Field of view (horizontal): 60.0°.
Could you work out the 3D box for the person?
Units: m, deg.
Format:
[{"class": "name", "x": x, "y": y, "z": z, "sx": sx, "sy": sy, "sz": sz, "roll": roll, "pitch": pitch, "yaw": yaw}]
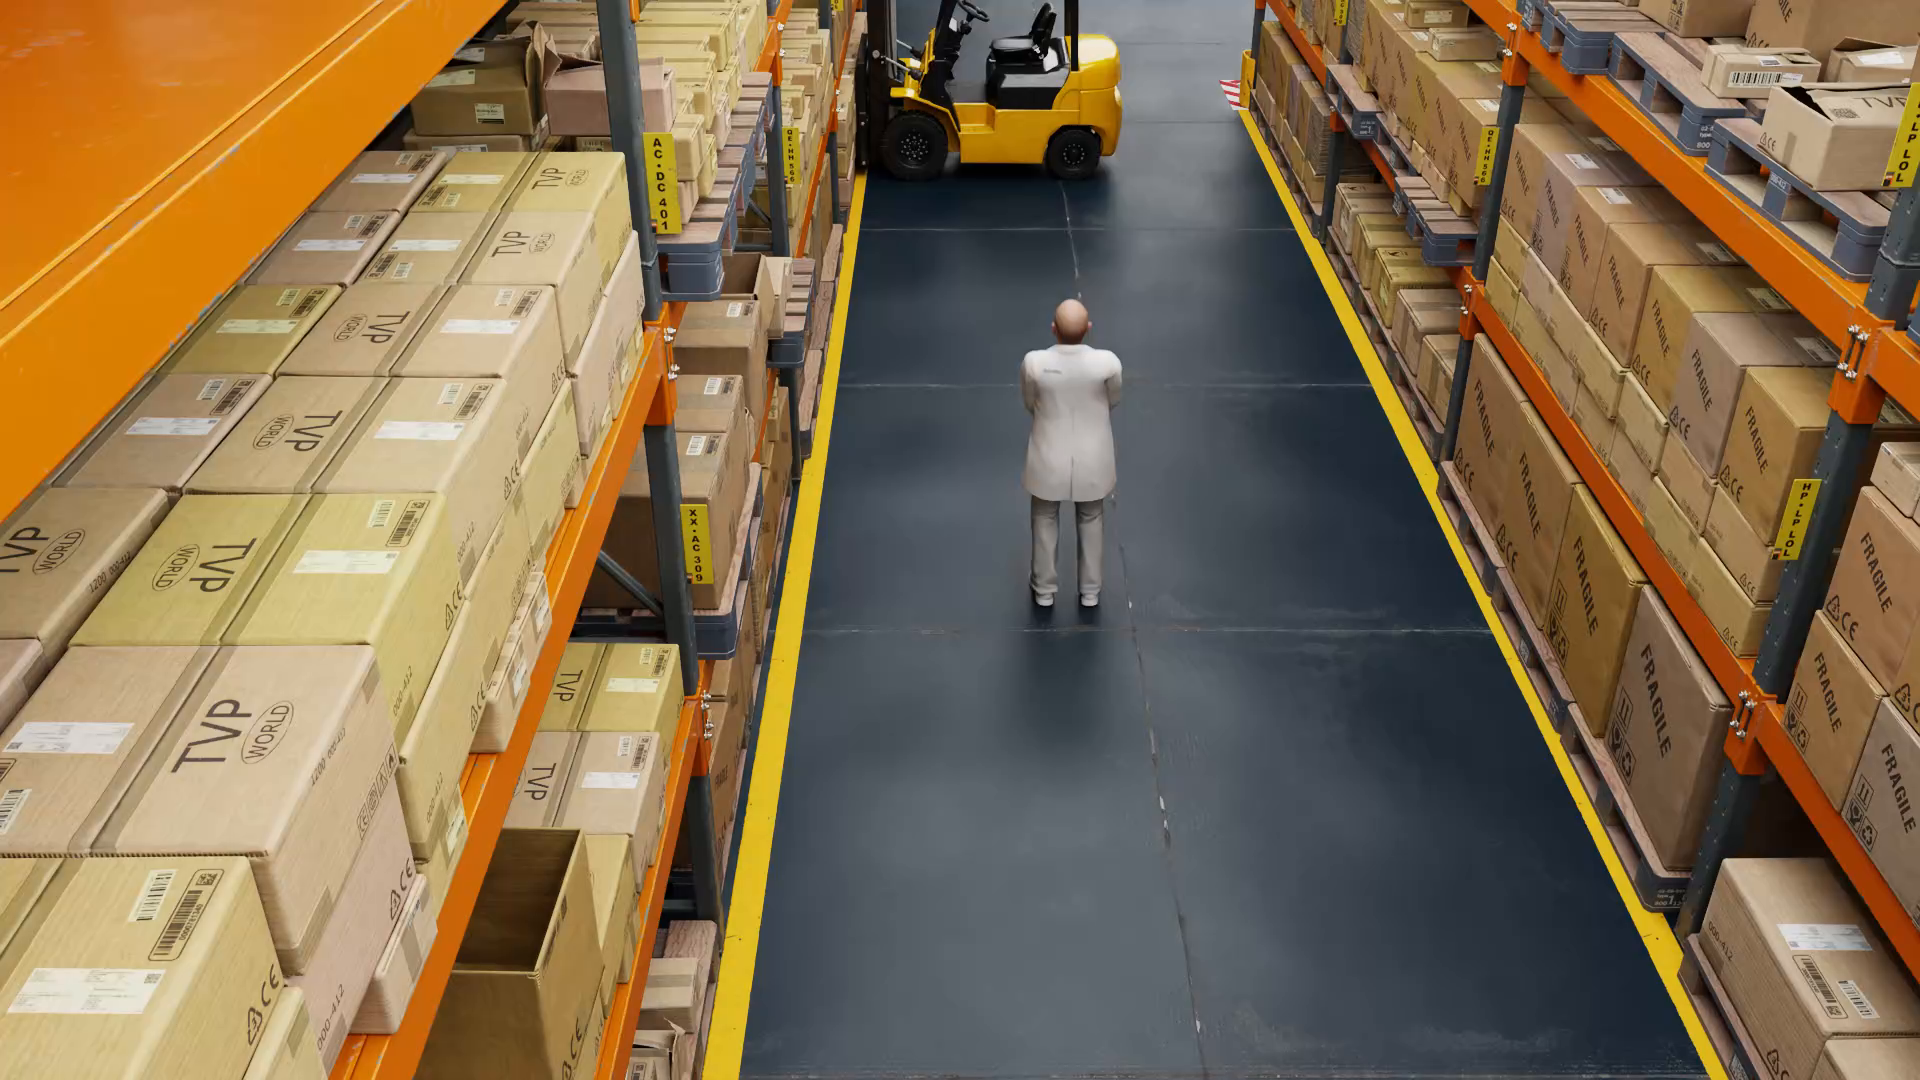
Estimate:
[{"class": "person", "x": 0.570, "y": -0.509, "z": 8.806, "sx": 0.531, "sy": 1.769, "sz": 0.555, "roll": 0, "pitch": 31, "yaw": 0}]
